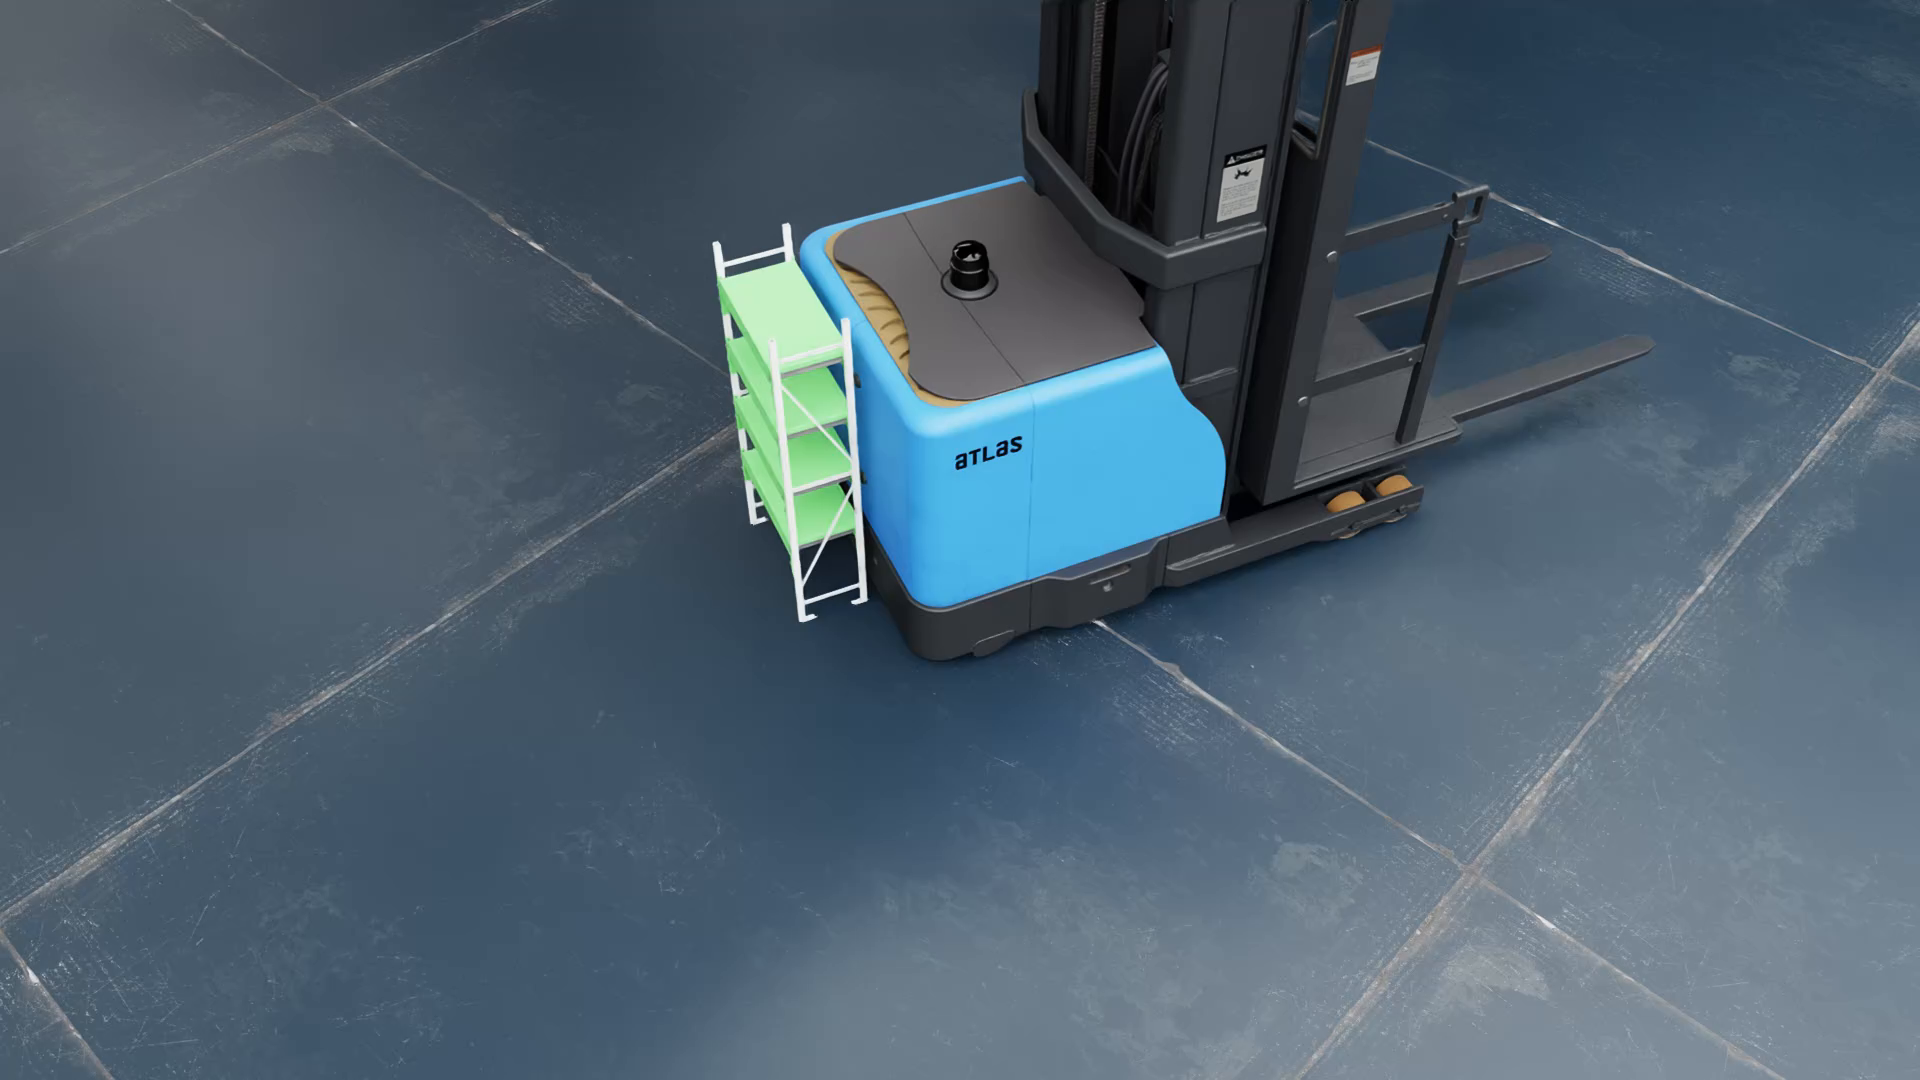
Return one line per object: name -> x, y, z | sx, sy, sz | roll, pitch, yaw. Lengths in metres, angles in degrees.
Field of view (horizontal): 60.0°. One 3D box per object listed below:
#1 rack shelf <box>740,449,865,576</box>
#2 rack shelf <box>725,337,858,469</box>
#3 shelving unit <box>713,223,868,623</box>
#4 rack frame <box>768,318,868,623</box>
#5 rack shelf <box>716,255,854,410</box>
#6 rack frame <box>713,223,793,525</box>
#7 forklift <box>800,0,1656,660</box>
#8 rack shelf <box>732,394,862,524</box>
rack shelf -> -0.521, -0.131, 5.467 | 0.258, 0.148, 0.480 | -18, 49, -16
rack shelf -> -0.521, -0.460, 5.117 | 0.258, 0.148, 0.480 | -18, 49, -16
shelving unit -> -0.521, -0.339, 5.245 | 0.258, 1.200, 0.503 | -18, 49, -16
rack frame -> -0.422, -0.177, 5.092 | 0.240, 1.200, 0.015 | -18, 49, -16
rack shelf -> -0.522, -0.624, 4.941 | 0.258, 0.148, 0.480 | -18, 49, -16
rack frame -> -0.621, -0.502, 5.398 | 0.240, 1.200, 0.015 | -18, 49, -16
forklift -> 1.048, -1.344, 5.001 | 3.031, 2.935, 1.130 | -18, 49, -16
rack shelf -> -0.521, -0.295, 5.292 | 0.258, 0.148, 0.480 | -18, 49, -16
